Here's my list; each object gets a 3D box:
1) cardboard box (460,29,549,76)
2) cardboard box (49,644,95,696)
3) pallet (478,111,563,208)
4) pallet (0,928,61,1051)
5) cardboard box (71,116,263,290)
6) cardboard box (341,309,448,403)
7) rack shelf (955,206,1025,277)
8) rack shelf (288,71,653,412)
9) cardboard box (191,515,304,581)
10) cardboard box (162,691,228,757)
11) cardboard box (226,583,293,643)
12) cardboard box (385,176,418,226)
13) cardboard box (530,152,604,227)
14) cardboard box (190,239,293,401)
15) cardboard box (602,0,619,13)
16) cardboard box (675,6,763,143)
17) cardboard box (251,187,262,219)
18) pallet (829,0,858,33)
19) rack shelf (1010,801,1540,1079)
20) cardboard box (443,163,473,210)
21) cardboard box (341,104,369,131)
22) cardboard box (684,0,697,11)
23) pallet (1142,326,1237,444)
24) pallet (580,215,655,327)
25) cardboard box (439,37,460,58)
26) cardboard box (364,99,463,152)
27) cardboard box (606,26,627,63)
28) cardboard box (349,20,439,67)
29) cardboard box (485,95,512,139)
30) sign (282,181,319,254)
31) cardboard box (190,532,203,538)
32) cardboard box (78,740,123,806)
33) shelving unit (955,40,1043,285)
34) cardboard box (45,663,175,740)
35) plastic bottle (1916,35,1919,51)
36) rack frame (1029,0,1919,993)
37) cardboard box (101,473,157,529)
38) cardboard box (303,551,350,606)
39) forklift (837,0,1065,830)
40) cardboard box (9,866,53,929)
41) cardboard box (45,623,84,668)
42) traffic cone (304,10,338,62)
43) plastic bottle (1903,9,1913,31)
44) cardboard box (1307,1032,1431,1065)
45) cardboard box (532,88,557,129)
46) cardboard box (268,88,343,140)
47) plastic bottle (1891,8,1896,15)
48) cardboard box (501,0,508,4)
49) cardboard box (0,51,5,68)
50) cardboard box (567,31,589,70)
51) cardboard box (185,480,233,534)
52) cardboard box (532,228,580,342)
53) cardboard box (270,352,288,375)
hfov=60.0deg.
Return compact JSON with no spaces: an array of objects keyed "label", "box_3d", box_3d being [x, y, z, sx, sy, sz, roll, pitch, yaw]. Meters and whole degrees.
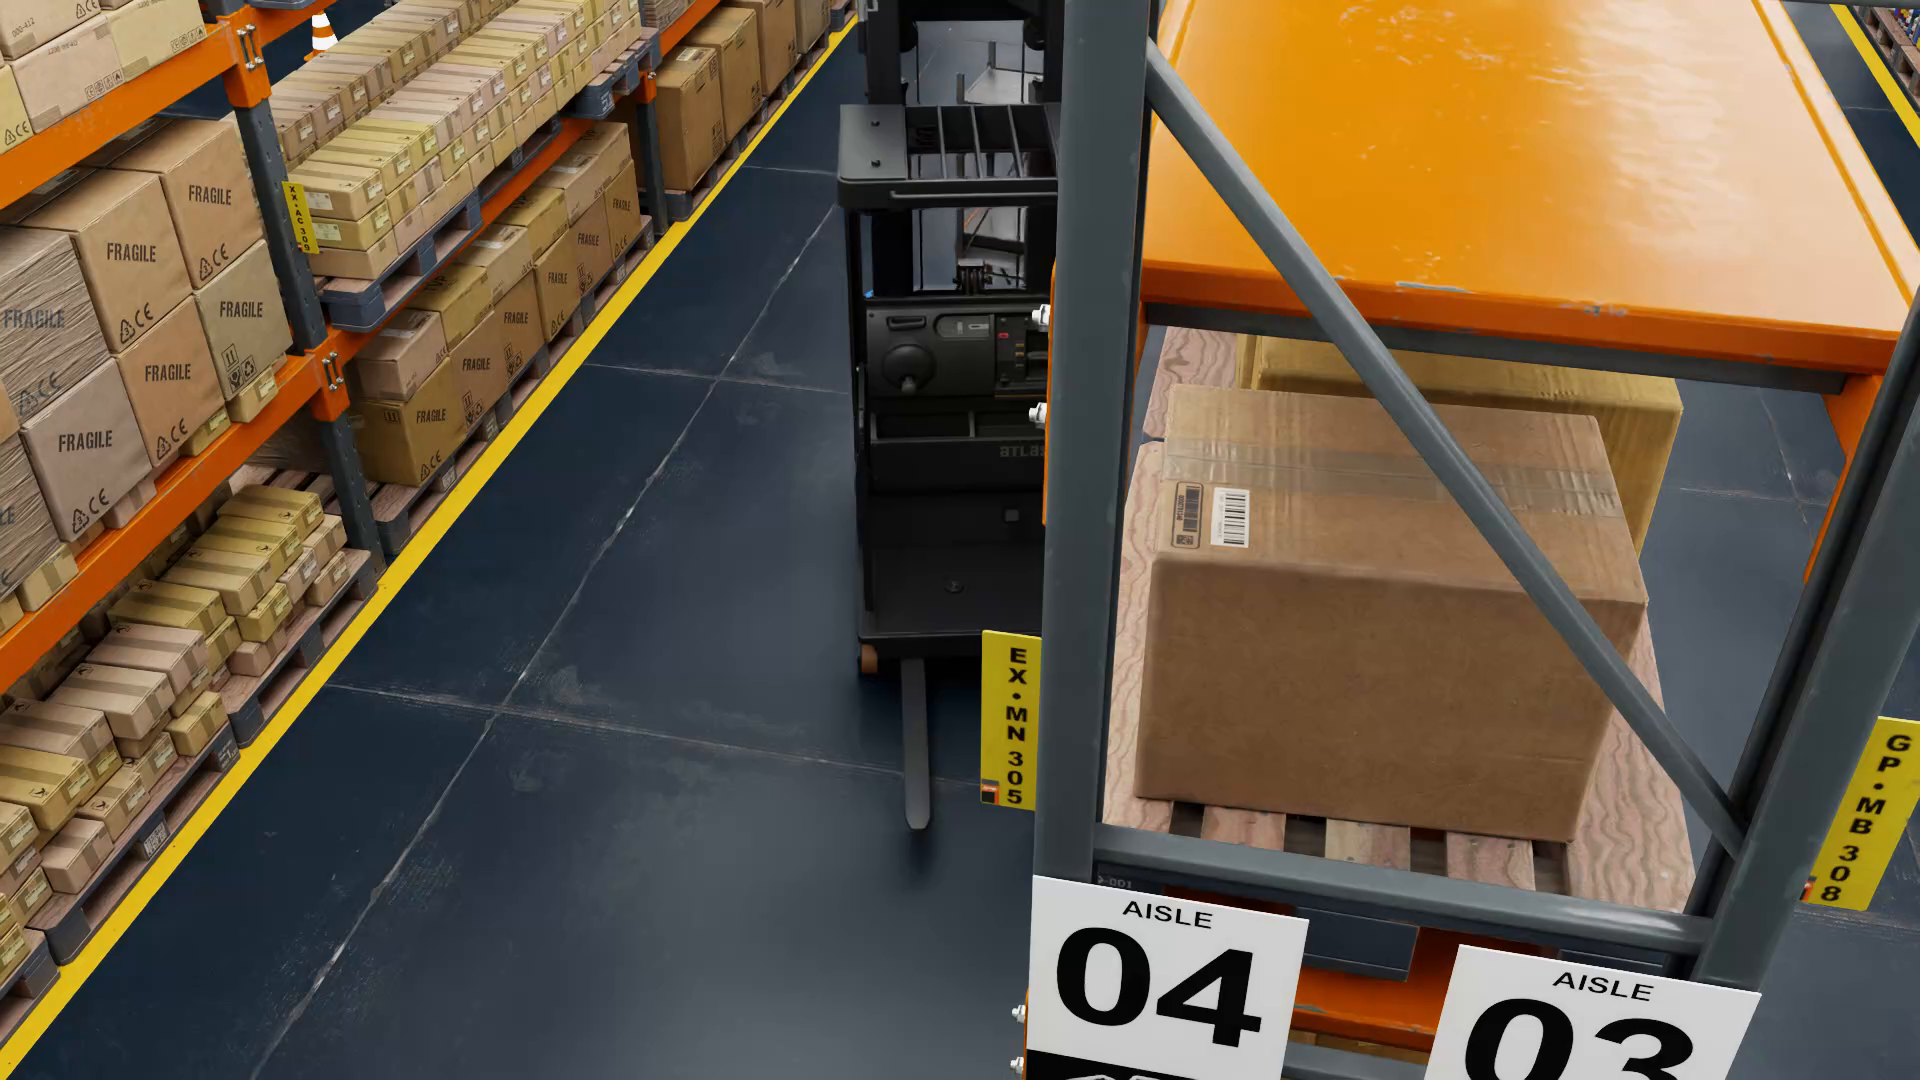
[{"label":"cardboard box","box_3d":[-2.444,-2.617,8.924,0.380,0.149,0.250,9,37,12]},{"label":"cardboard box","box_3d":[-3.878,0.547,7.027,0.380,0.149,0.250,9,37,12]},{"label":"pallet","box_3d":[-2.891,-2.170,9.121,1.003,0.211,1.213,7,37,10]},{"label":"pallet","box_3d":[-3.993,1.823,5.825,1.003,0.211,1.213,7,37,10]},{"label":"cardboard box","box_3d":[-3.199,-1.357,6.645,0.500,0.500,0.500,6,36,8]},{"label":"cardboard box","box_3d":[-2.947,-0.946,8.403,0.500,0.250,0.500,6,36,8]},{"label":"rack shelf","box_3d":[0.253,-1.501,8.824,0.431,0.518,0.480,12,38,15]},{"label":"rack shelf","box_3d":[-2.936,-1.949,9.267,1.077,0.370,4.000,7,37,10]},{"label":"cardboard box","box_3d":[-3.200,0.037,7.477,0.380,0.149,0.250,8,37,11]},{"label":"cardboard box","box_3d":[-3.335,0.751,6.999,0.380,0.149,0.250,7,37,10]},{"label":"cardboard box","box_3d":[-3.205,0.303,7.364,0.380,0.149,0.250,6,36,8]},{"label":"cardboard box","box_3d":[-2.776,-1.600,7.774,0.380,0.149,0.250,7,36,9]},{"label":"cardboard box","box_3d":[-2.495,-2.133,10.040,0.500,0.250,0.500,8,37,11]},{"label":"cardboard box","box_3d":[-3.190,-0.942,6.926,0.500,0.500,0.500,7,37,10]},{"label":"cardboard box","box_3d":[-2.221,-3.214,9.748,0.380,0.149,0.250,7,36,9]},{"label":"cardboard box","box_3d":[-2.107,-3.486,12.333,1.050,0.750,0.750,8,37,11]},{"label":"cardboard box","box_3d":[-3.471,-1.536,7.686,0.380,0.149,0.250,8,37,11]},{"label":"pallet","box_3d":[-1.415,-4.978,15.208,1.003,0.211,1.213,7,37,10]},{"label":"rack shelf","box_3d":[1.034,-0.191,4.285,1.077,0.370,4.000,7,37,10]},{"label":"cardboard box","box_3d":[-2.664,-1.777,8.272,0.380,0.149,0.250,8,37,10]},{"label":"cardboard box","box_3d":[-3.249,-2.135,8.513,0.380,0.149,0.250,6,36,8]},{"label":"cardboard box","box_3d":[-2.043,-3.943,11.320,0.500,0.500,0.500,7,37,10]},{"label":"pallet","box_3d":[1.013,-0.428,4.074,1.003,0.211,1.213,7,37,10]},{"label":"pallet","box_3d":[-2.677,-1.810,10.838,1.003,0.211,1.213,7,37,10]},{"label":"cardboard box","box_3d":[-3.025,-2.728,9.330,0.380,0.149,0.250,7,37,10]},{"label":"cardboard box","box_3d":[-2.663,-2.022,8.103,0.380,0.149,0.250,7,36,9]},{"label":"cardboard box","box_3d":[-2.219,-2.973,9.922,0.380,0.149,0.250,7,37,10]},{"label":"cardboard box","box_3d":[-3.075,-2.702,9.042,0.380,0.149,0.250,8,37,11]},{"label":"cardboard box","box_3d":[-2.554,-2.204,8.608,0.380,0.149,0.250,7,36,9]},{"label":"sign","box_3d":[-2.831,-1.381,7.132,0.100,0.325,0.005,7,37,10]},{"label":"cardboard box","box_3d":[-3.753,-0.063,7.868,0.380,0.149,0.250,9,37,12]},{"label":"cardboard box","box_3d":[-3.565,0.882,6.566,0.380,0.149,0.250,9,37,12]},{"label":"shelving unit","box_3d":[0.253,-1.512,8.816,0.431,2.100,0.503,12,38,15]},{"label":"cardboard box","box_3d":[-3.391,0.643,6.642,0.380,0.149,0.250,6,36,8]},{"label":"plastic bottle","box_3d":[7.975,-4.186,13.622,0.144,0.351,0.185,7,37,10]},{"label":"rack frame","box_3d":[0.607,-0.550,1.611,1.000,3.000,0.127,7,37,10]},{"label":"cardboard box","box_3d":[-3.367,-0.188,6.438,0.380,0.149,0.250,6,36,8]},{"label":"cardboard box","box_3d":[-3.114,0.158,7.818,0.380,0.149,0.250,8,37,11]},{"label":"forklift","box_3d":[0.071,-0.760,7.071,1.130,2.935,3.031,-2,36,-2]},{"label":"cardboard box","box_3d":[-3.647,1.329,6.202,0.380,0.149,0.250,7,37,10]},{"label":"cardboard box","box_3d":[-3.929,0.411,6.962,0.380,0.149,0.250,8,37,11]},{"label":"traffic cone","box_3d":[-5.409,-4.329,14.099,0.336,0.463,0.334,7,37,10]},{"label":"plastic bottle","box_3d":[8.056,-4.407,14.055,0.097,0.201,0.097,0,36,0]},{"label":"cardboard box","box_3d":[1.080,0.987,3.837,0.500,0.500,0.500,6,36,9]},{"label":"cardboard box","box_3d":[-2.444,-2.381,9.105,0.380,0.149,0.250,8,37,11]},{"label":"cardboard box","box_3d":[-3.298,-2.110,8.225,0.380,0.149,0.250,7,37,10]},{"label":"plastic bottle","box_3d":[8.149,-4.659,14.401,0.097,0.201,0.097,0,36,0]},{"label":"cardboard box","box_3d":[-2.851,-3.301,9.869,0.380,0.149,0.250,6,36,9]},{"label":"cardboard box","box_3d":[-3.442,-1.558,5.259,0.500,0.250,0.500,9,37,12]},{"label":"cardboard box","box_3d":[-2.332,-2.788,9.414,0.380,0.149,0.250,7,37,10]},{"label":"cardboard box","box_3d":[-3.639,-0.179,7.776,0.380,0.149,0.250,9,37,12]},{"label":"cardboard box","box_3d":[-2.605,-1.533,9.851,0.500,0.500,0.500,6,36,8]},{"label":"cardboard box","box_3d":[-3.195,-0.799,7.281,0.380,0.149,0.250,7,37,9]}]
